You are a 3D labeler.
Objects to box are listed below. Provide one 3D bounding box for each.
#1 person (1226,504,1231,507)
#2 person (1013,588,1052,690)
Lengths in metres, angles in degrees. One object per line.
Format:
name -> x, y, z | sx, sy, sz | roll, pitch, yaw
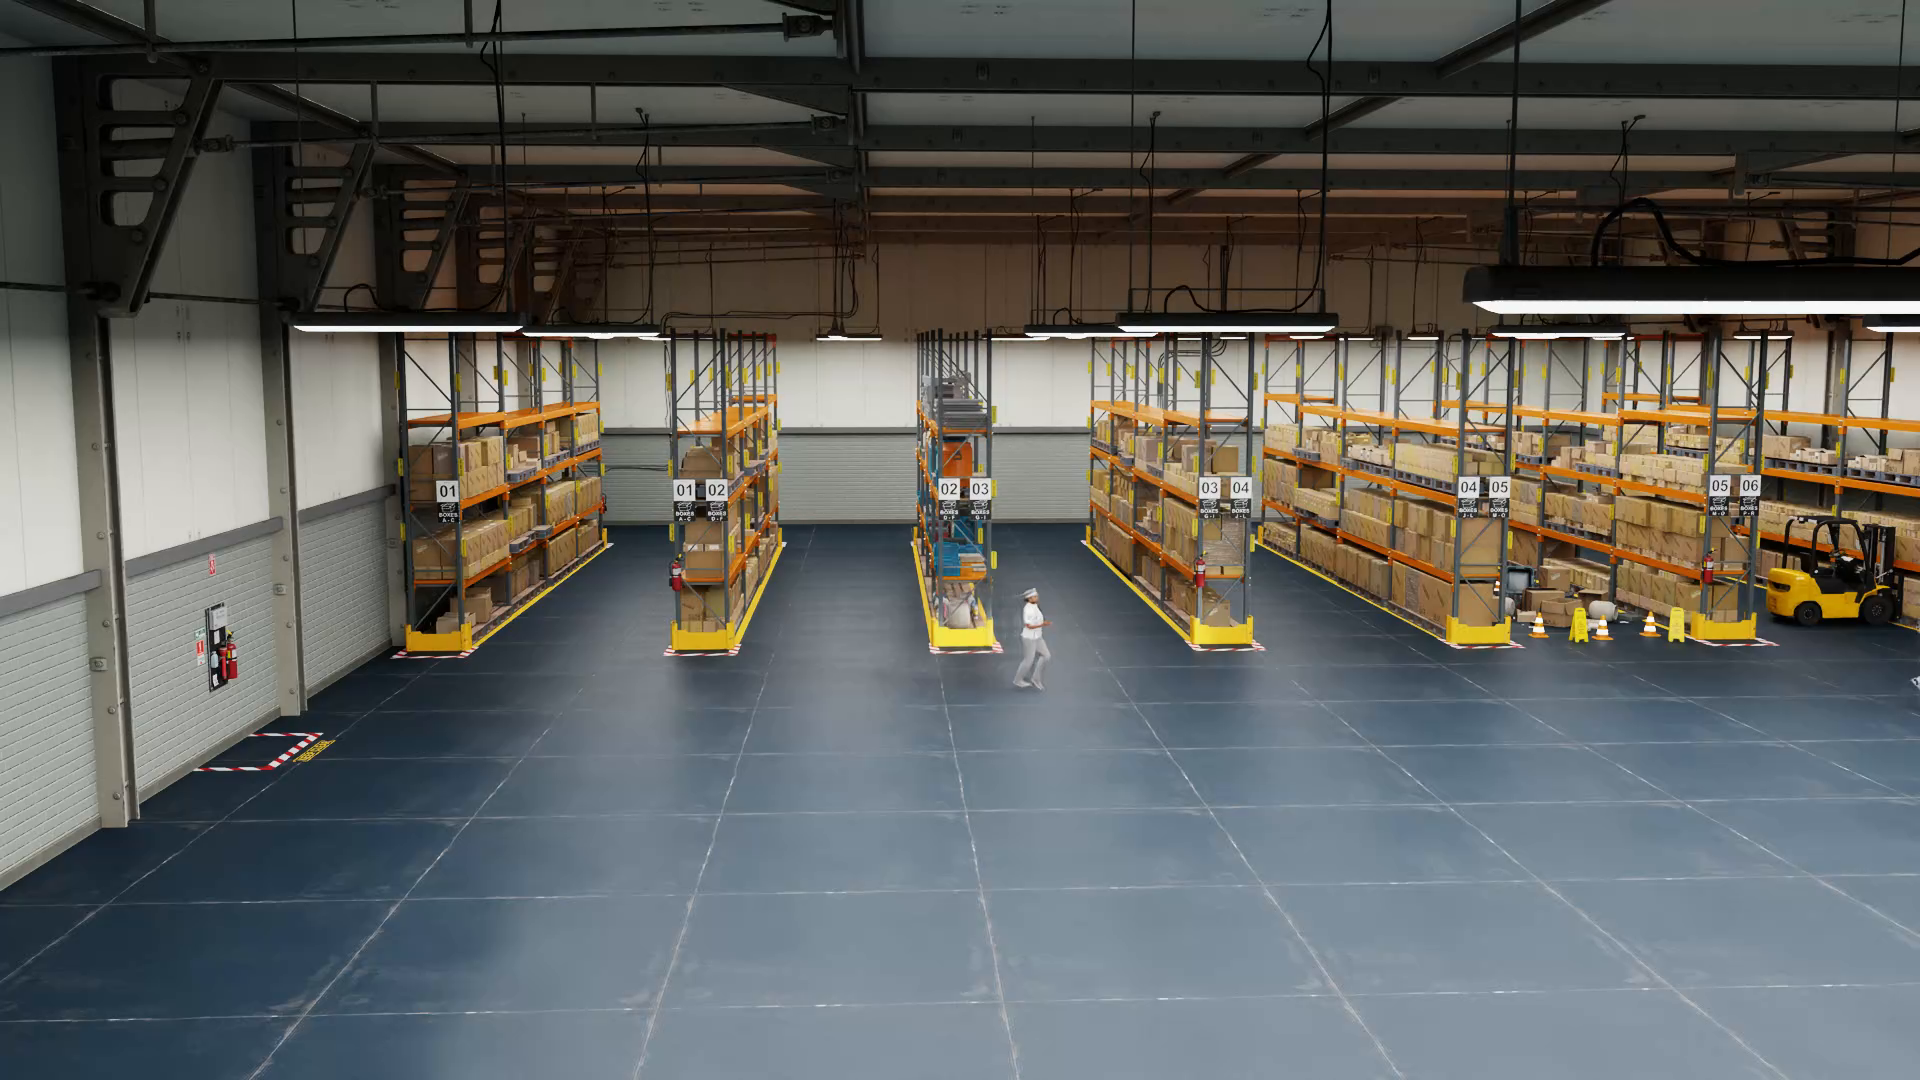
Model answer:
person -> 7.465, -0.553, 46.342 | 0.665, 1.709, 0.708 | 1, 7, 5
person -> 1.222, 1.651, 27.542 | 0.681, 1.742, 0.553 | 3, 7, 23
